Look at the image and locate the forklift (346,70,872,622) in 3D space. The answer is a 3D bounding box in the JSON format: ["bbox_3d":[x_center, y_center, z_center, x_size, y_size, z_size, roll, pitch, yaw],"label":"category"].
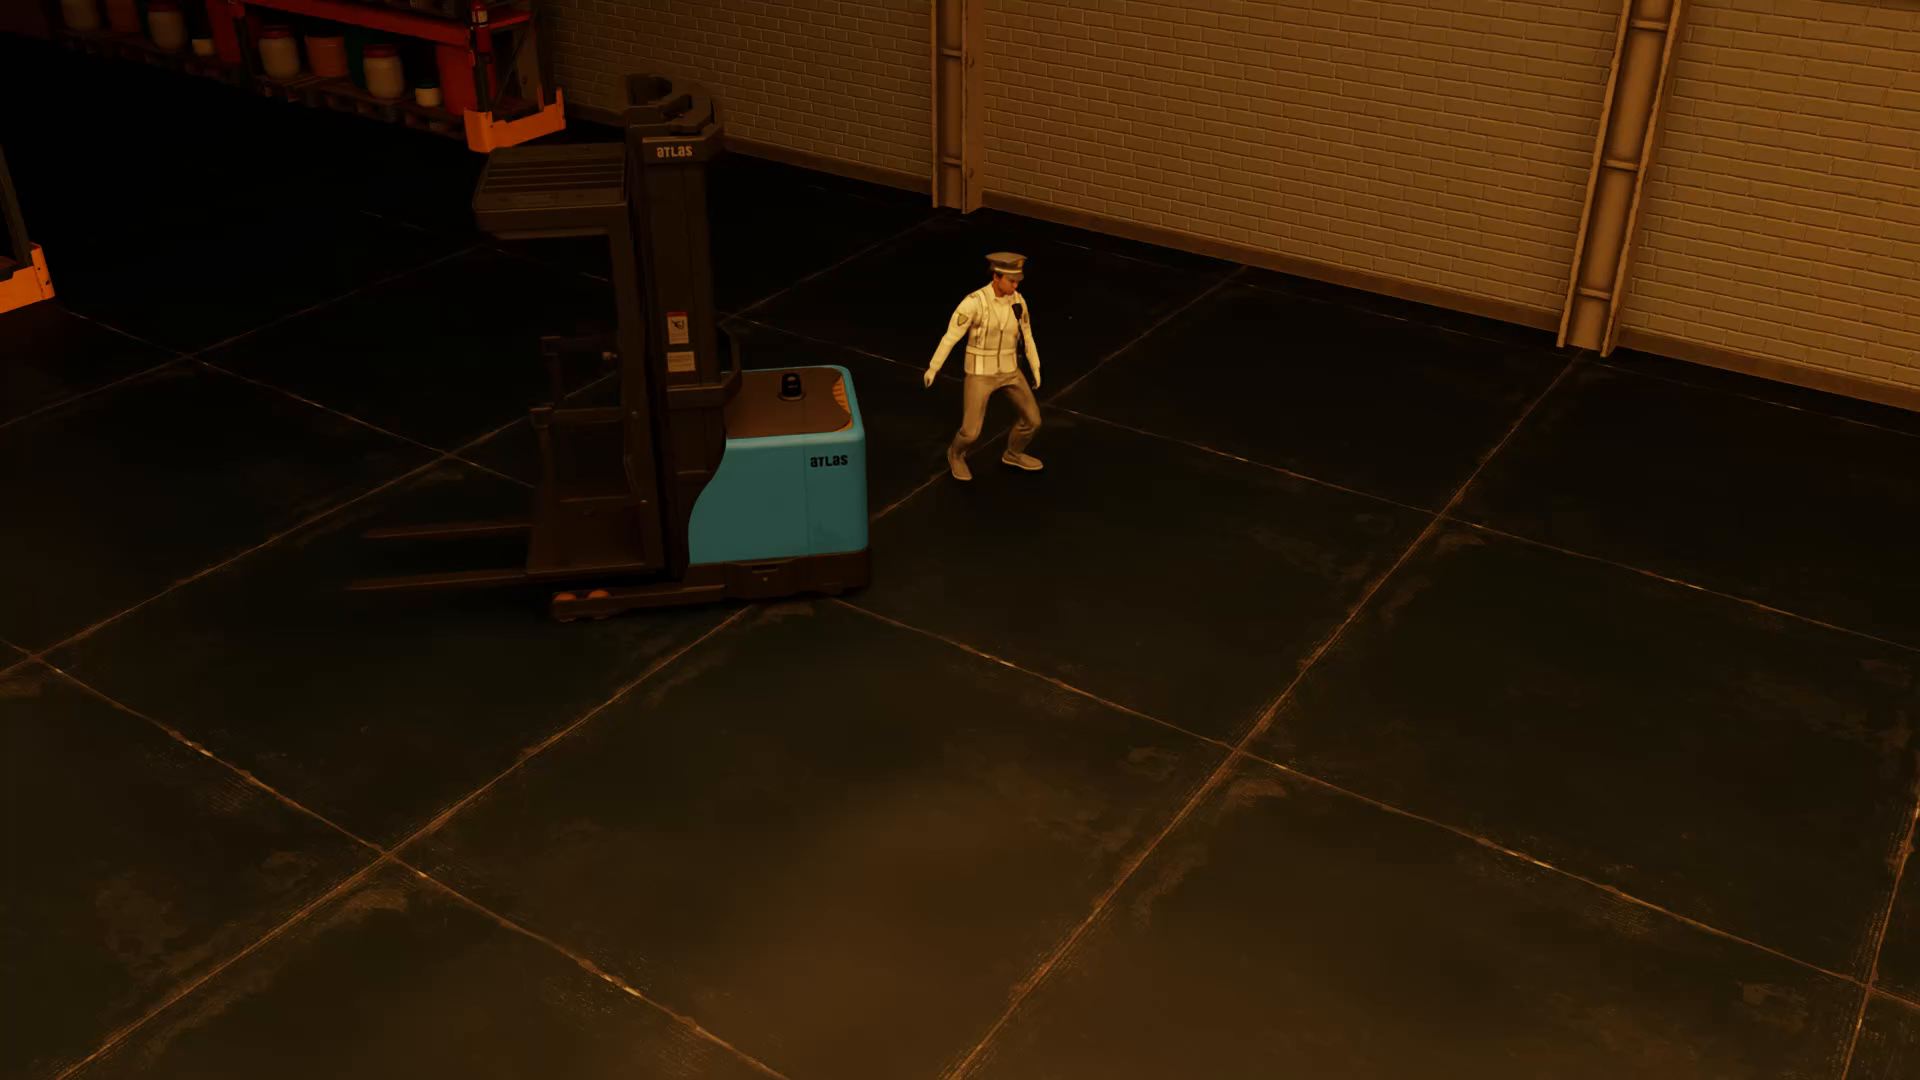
[{"bbox_3d":[-2.090,-1.076,9.433,3.031,2.935,1.130,-4,30,-8],"label":"forklift"}]

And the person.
[{"bbox_3d":[0.159,-1.121,10.825,0.814,1.595,0.464,-11,32,-18],"label":"person"}]
